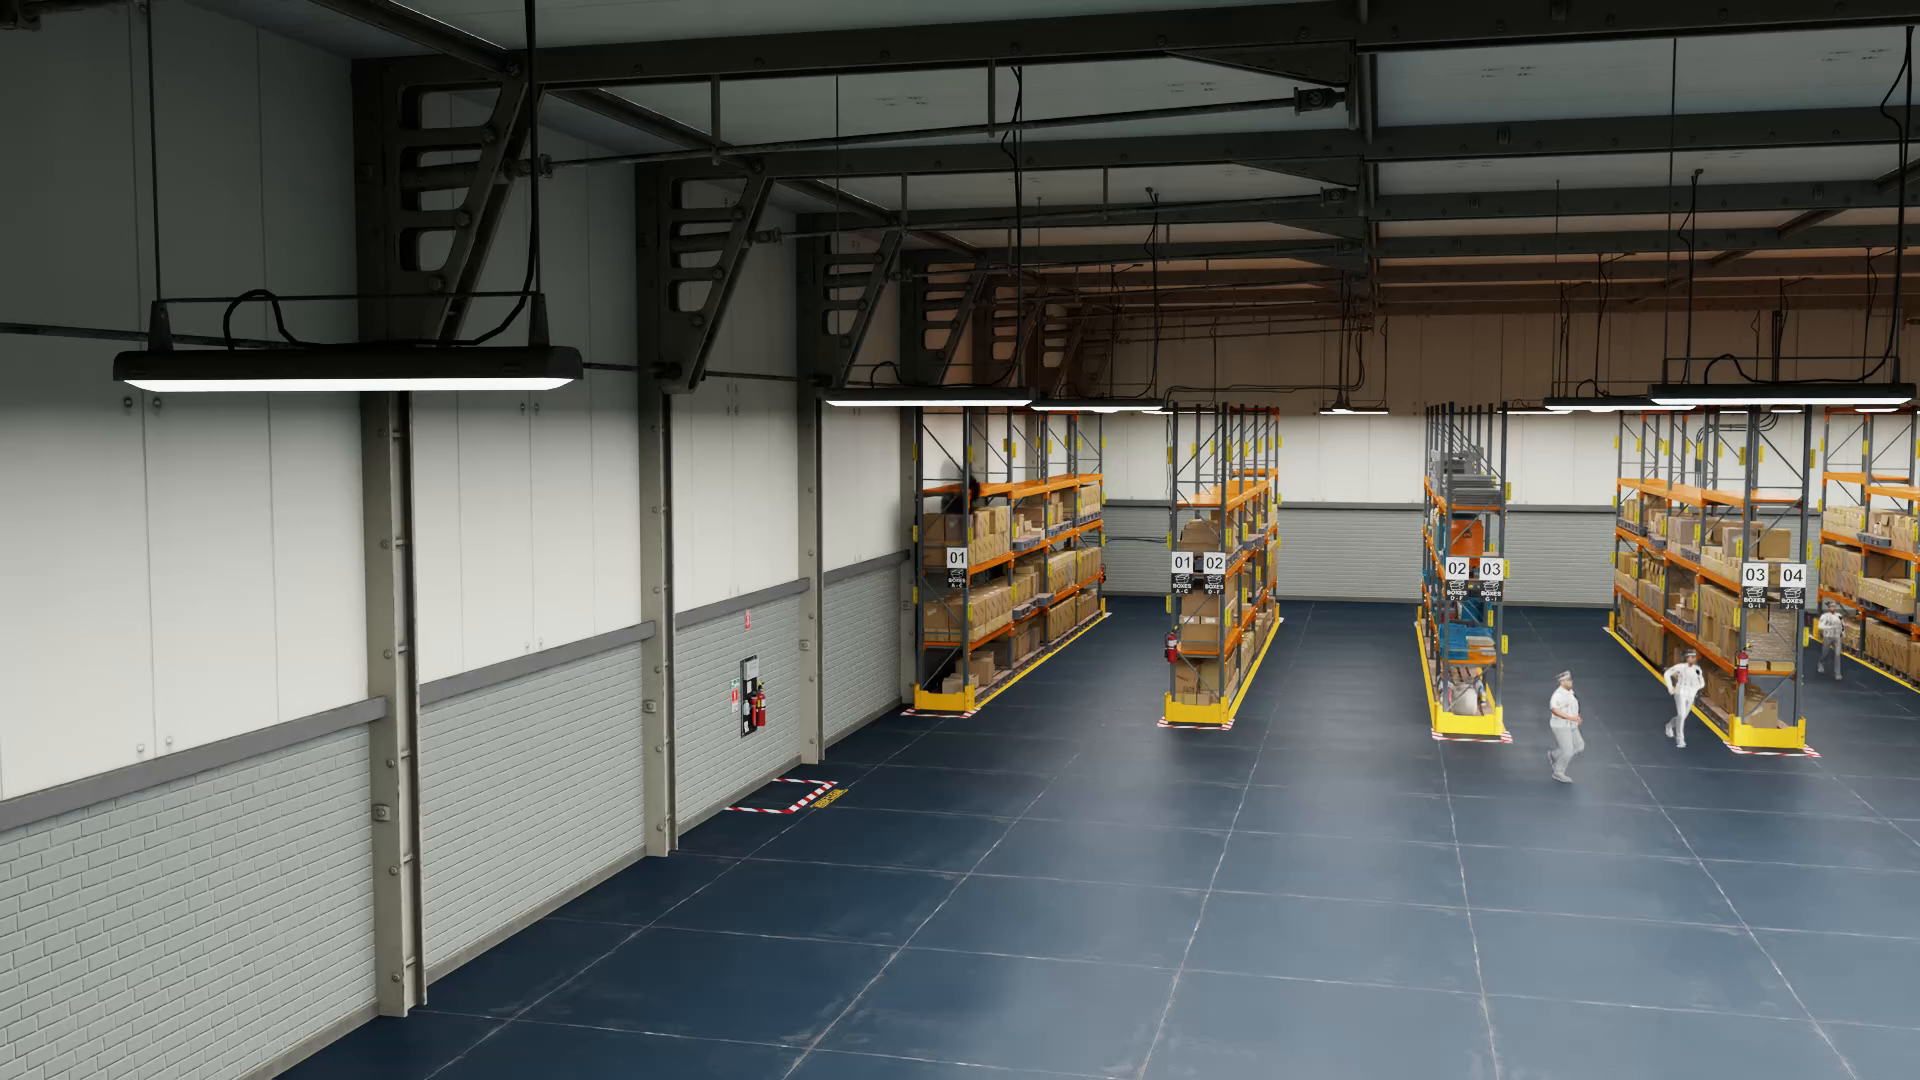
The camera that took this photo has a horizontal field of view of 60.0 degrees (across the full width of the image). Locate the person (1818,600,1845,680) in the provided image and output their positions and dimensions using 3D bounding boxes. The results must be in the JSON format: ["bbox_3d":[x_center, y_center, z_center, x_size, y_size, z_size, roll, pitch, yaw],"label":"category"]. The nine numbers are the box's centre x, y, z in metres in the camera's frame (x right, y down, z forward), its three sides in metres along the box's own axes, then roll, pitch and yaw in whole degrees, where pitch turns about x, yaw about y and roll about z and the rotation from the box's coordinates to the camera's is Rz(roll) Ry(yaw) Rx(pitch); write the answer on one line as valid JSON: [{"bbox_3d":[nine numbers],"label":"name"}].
[{"bbox_3d":[19.163,2.164,36.544,0.614,1.685,0.923,1,4,9],"label":"person"}]

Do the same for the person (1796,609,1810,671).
[{"bbox_3d":[18.951,2.186,37.658,0.589,1.621,0.723,1,4,12],"label":"person"}]

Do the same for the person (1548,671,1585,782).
[{"bbox_3d":[9.536,2.920,26.181,0.612,1.752,0.705,4,6,42],"label":"person"}]

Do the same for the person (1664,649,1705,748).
[{"bbox_3d":[12.724,2.751,29.169,0.657,1.701,0.845,0,4,-4],"label":"person"}]
